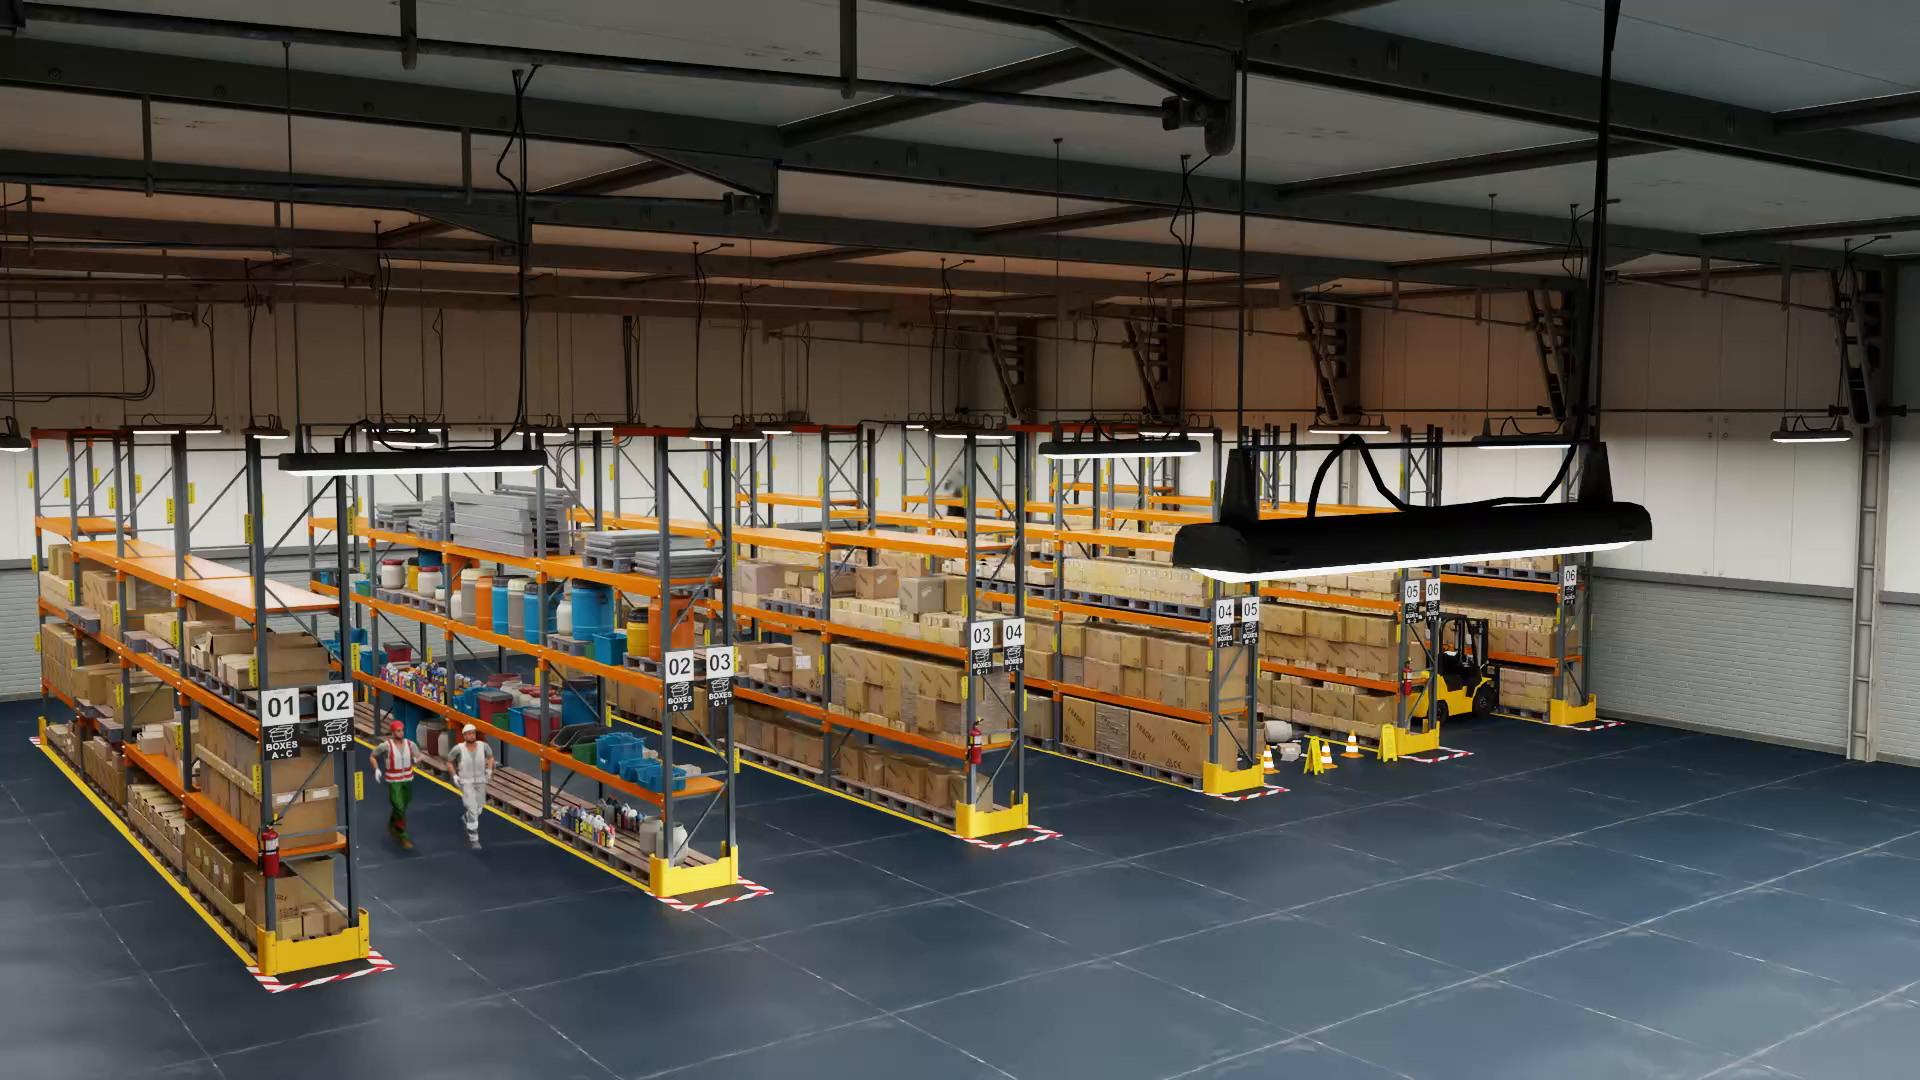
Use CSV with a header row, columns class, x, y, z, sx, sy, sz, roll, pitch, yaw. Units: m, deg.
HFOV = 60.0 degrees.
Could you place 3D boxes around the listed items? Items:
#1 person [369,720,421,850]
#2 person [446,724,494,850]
class,x,y,z,sx,sy,sz,roll,pitch,yaw
person,-8.139,3.518,24.124,0.930,1.810,0.656,4,6,42
person,-7.109,3.549,24.200,0.679,1.803,0.798,-3,5,-33
